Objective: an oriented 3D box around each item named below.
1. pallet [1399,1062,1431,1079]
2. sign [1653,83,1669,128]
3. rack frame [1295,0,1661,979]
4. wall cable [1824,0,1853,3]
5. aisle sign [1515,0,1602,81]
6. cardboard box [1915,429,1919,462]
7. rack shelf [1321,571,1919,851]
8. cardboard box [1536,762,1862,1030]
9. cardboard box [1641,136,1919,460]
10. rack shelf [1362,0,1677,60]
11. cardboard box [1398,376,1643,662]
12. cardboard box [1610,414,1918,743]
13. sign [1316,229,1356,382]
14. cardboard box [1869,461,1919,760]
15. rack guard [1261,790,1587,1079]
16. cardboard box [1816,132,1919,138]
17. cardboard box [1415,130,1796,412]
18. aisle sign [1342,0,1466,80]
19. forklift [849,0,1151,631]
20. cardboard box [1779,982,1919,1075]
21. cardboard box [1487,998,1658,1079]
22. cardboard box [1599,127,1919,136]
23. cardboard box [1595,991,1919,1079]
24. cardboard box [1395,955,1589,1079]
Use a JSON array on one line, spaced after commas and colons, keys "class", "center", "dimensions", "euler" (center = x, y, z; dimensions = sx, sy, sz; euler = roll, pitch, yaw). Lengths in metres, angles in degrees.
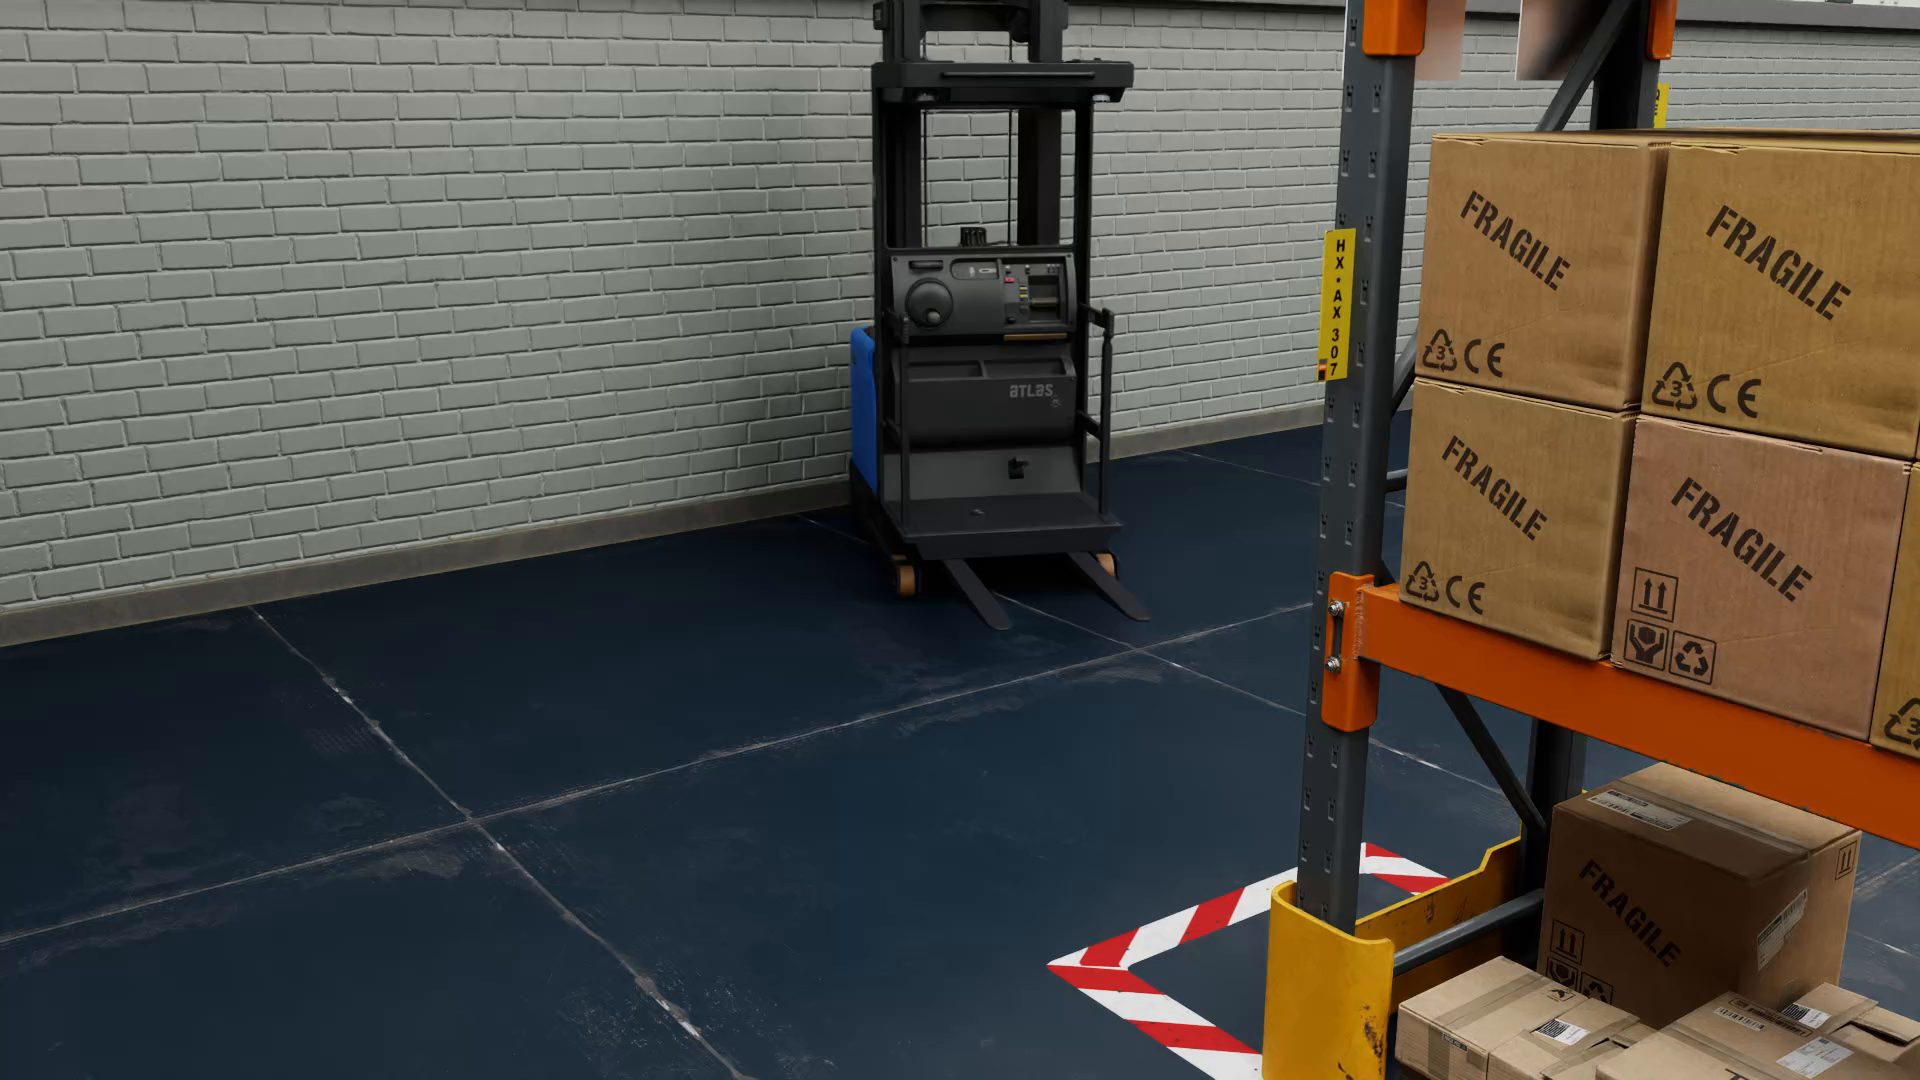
[{"class": "pallet", "center": [1.774, 1.354, 3.730], "dimensions": [1.003, 0.211, 1.213], "euler": [-11, 19, -35]}, {"class": "sign", "center": [1.721, -0.970, 4.147], "dimensions": [0.100, 0.325, 0.005], "euler": [-11, 19, -35]}, {"class": "rack frame", "center": [1.260, -0.177, 4.042], "dimensions": [1.000, 3.000, 0.127], "euler": [-11, 19, -35]}, {"class": "wall cable", "center": [8.738, -7.902, 14.807], "dimensions": [2.277, 5.999, 0.120], "euler": [-11, 19, -35]}, {"class": "aisle sign", "center": [1.468, -1.493, 3.926], "dimensions": [0.394, 0.787, 0.004], "euler": [-11, 19, -35]}, {"class": "cardboard box", "center": [1.911, -0.354, 2.605], "dimensions": [0.500, 0.500, 0.500], "euler": [-11, 19, -34]}, {"class": "rack shelf", "center": [2.436, 0.597, 2.577], "dimensions": [1.077, 0.370, 4.000], "euler": [-11, 19, -35]}, {"class": "cardboard box", "center": [1.779, 0.894, 4.030], "dimensions": [0.500, 0.500, 0.500], "euler": [-11, 19, -35]}, {"class": "cardboard box", "center": [1.621, -0.462, 2.998], "dimensions": [0.500, 0.500, 0.500], "euler": [-11, 19, -34]}, {"class": "rack shelf", "center": [2.436, -0.850, 2.181], "dimensions": [1.077, 0.370, 4.000], "euler": [-11, 19, -35]}, {"class": "cardboard box", "center": [1.307, -0.090, 3.533], "dimensions": [0.500, 0.500, 0.500], "euler": [-10, 18, -33]}, {"class": "cardboard box", "center": [1.615, 0.019, 3.134], "dimensions": [0.500, 0.500, 0.500], "euler": [-11, 19, -35]}, {"class": "sign", "center": [0.821, -0.511, 3.620], "dimensions": [0.100, 0.325, 0.005], "euler": [-11, 19, -35]}, {"class": "cardboard box", "center": [1.908, 0.127, 2.741], "dimensions": [0.500, 0.500, 0.500], "euler": [-11, 19, -35]}, {"class": "rack guard", "center": [1.305, 1.044, 4.313], "dimensions": [1.175, 0.500, 0.348], "euler": [-11, 19, -35]}, {"class": "cardboard box", "center": [2.042, -0.548, 3.312], "dimensions": [0.500, 0.500, 0.500], "euler": [-10, 18, -33]}, {"class": "cardboard box", "center": [1.307, -0.572, 3.401], "dimensions": [0.500, 0.500, 0.500], "euler": [-10, 18, -33]}, {"class": "aisle sign", "center": [0.982, -1.400, 3.586], "dimensions": [0.394, 0.787, 0.004], "euler": [-11, 19, -35]}, {"class": "forklift", "center": [0.166, -1.237, 8.045], "dimensions": [1.130, 2.935, 3.031], "euler": [-3, 16, -11]}, {"class": "cardboard box", "center": [1.944, 1.155, 3.707], "dimensions": [0.380, 0.166, 0.250], "euler": [-11, 19, -35]}, {"class": "cardboard box", "center": [1.375, 1.173, 3.642], "dimensions": [0.380, 0.166, 0.250], "euler": [-11, 19, -35]}, {"class": "cardboard box", "center": [1.744, -0.656, 3.706], "dimensions": [0.500, 0.500, 0.500], "euler": [-11, 19, -35]}, {"class": "cardboard box", "center": [1.644, 1.204, 3.372], "dimensions": [0.500, 0.250, 0.500], "euler": [-11, 19, -35]}, {"class": "cardboard box", "center": [1.228, 1.128, 3.839], "dimensions": [0.380, 0.149, 0.250], "euler": [-11, 19, -35]}]
